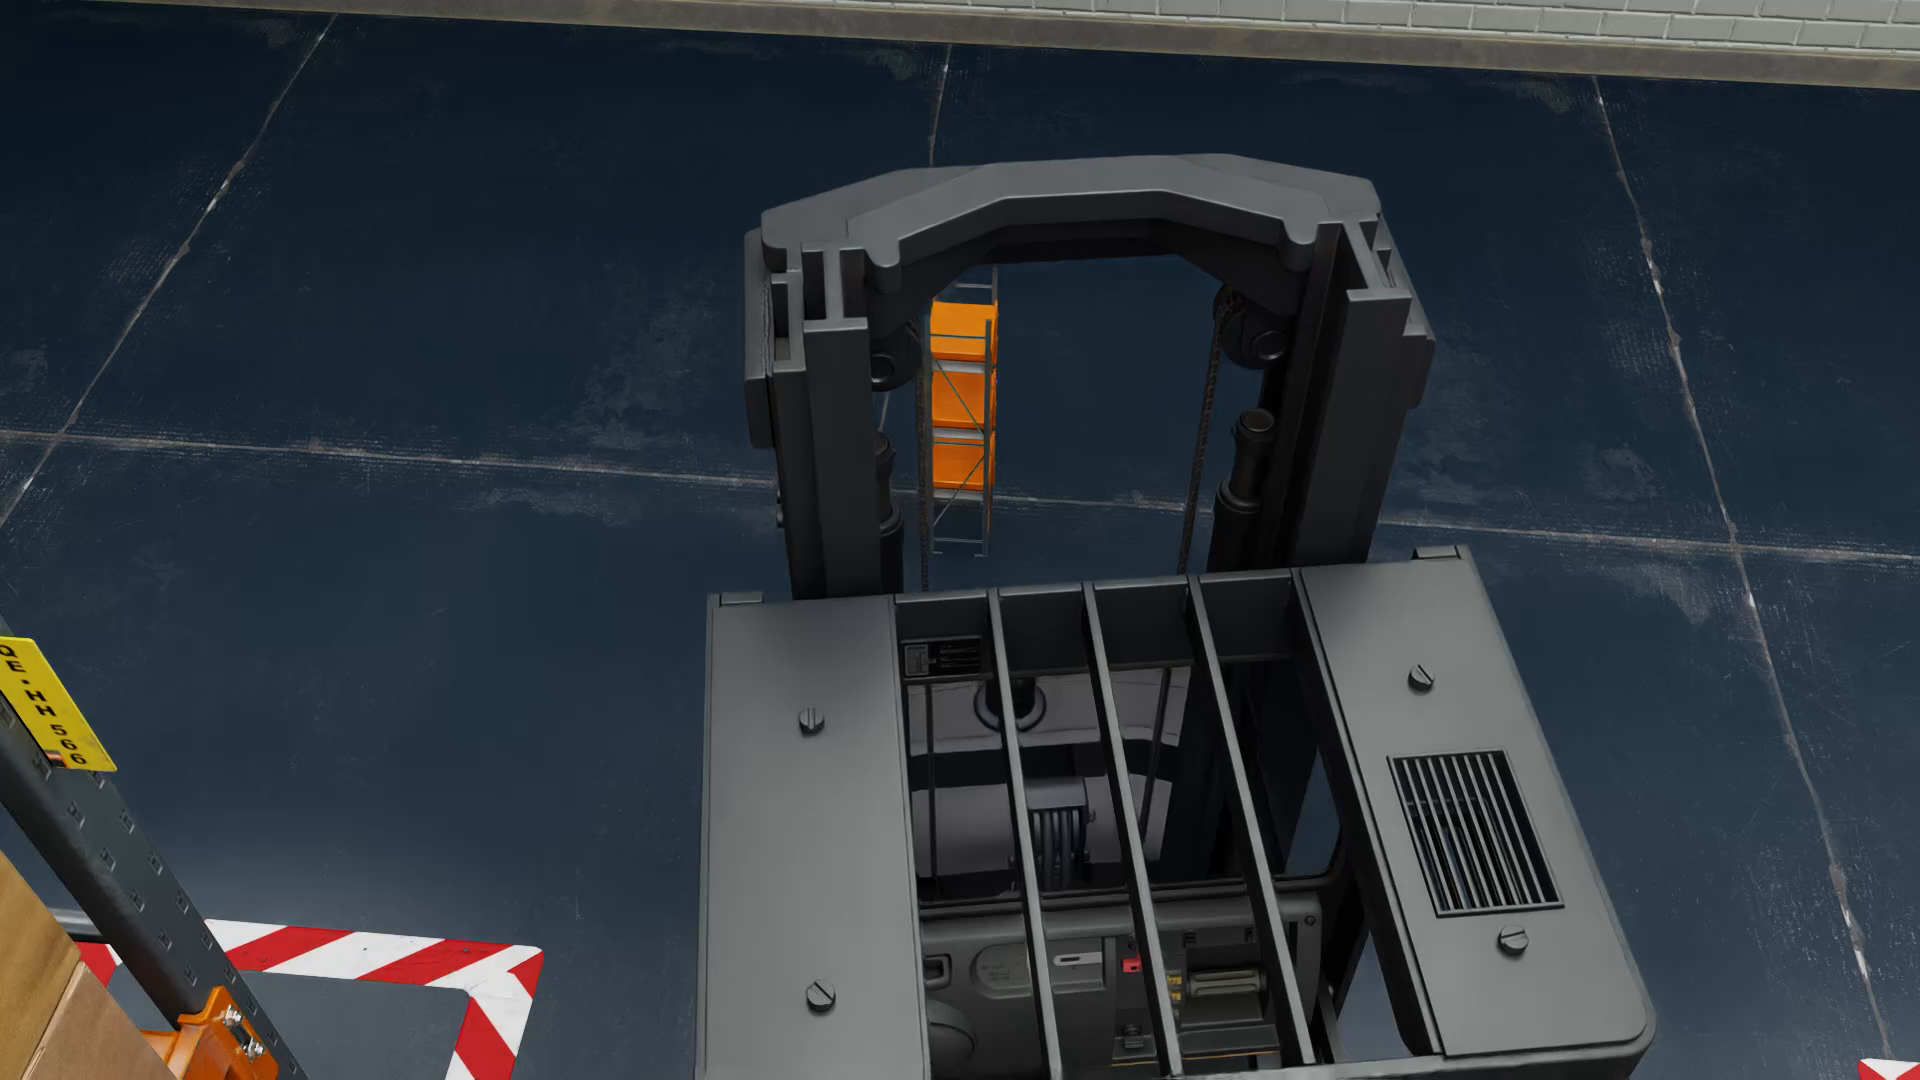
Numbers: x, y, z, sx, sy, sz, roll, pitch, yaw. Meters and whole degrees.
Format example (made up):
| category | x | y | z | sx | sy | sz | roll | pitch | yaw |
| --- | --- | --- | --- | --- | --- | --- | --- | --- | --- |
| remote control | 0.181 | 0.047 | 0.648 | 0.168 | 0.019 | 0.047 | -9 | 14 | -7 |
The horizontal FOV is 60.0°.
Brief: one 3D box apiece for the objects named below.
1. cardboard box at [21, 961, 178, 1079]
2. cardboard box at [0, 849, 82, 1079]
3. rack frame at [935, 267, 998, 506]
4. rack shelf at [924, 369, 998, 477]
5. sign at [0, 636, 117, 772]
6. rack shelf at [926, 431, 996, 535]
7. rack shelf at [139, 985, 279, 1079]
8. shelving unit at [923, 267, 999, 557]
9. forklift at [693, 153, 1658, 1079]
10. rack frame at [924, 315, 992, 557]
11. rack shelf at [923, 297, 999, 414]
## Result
| category | x | y | z | sx | sy | sz | roll | pitch | yaw |
| --- | --- | --- | --- | --- | --- | --- | --- | --- | --- |
| cardboard box | -1.692 | 1.008 | 2.727 | 0.500 | 0.500 | 0.500 | 5 | 48 | 5 |
| cardboard box | -1.689 | 0.669 | 2.360 | 0.500 | 0.500 | 0.500 | 3 | 48 | 3 |
| rack frame | 0.016 | -0.483 | 5.481 | 0.200 | 1.050 | 0.008 | 4 | 48 | 4 |
| rack shelf | 0.005 | -0.386 | 5.406 | 0.215 | 0.259 | 0.240 | 4 | 48 | 4 |
| sign | -1.371 | 0.249 | 2.491 | 0.100 | 0.325 | 0.005 | 4 | 48 | 4 |
| rack shelf | 0.005 | -0.199 | 5.611 | 0.215 | 0.259 | 0.240 | 4 | 48 | 4 |
| rack shelf | -2.104 | 2.407 | 2.003 | 1.077 | 0.370 | 4.000 | 4 | 48 | 4 |
| shelving unit | 0.005 | -0.394 | 5.399 | 0.215 | 1.050 | 0.252 | 4 | 48 | 4 |
| forklift | 0.214 | 0.958 | 2.888 | 1.130 | 2.935 | 3.031 | -4 | 48 | -3 |
| rack frame | -0.006 | -0.304 | 5.317 | 0.200 | 1.050 | 0.008 | 4 | 48 | 4 |
| rack shelf | 0.005 | -0.578 | 5.197 | 0.215 | 0.259 | 0.240 | 4 | 48 | 4 |
